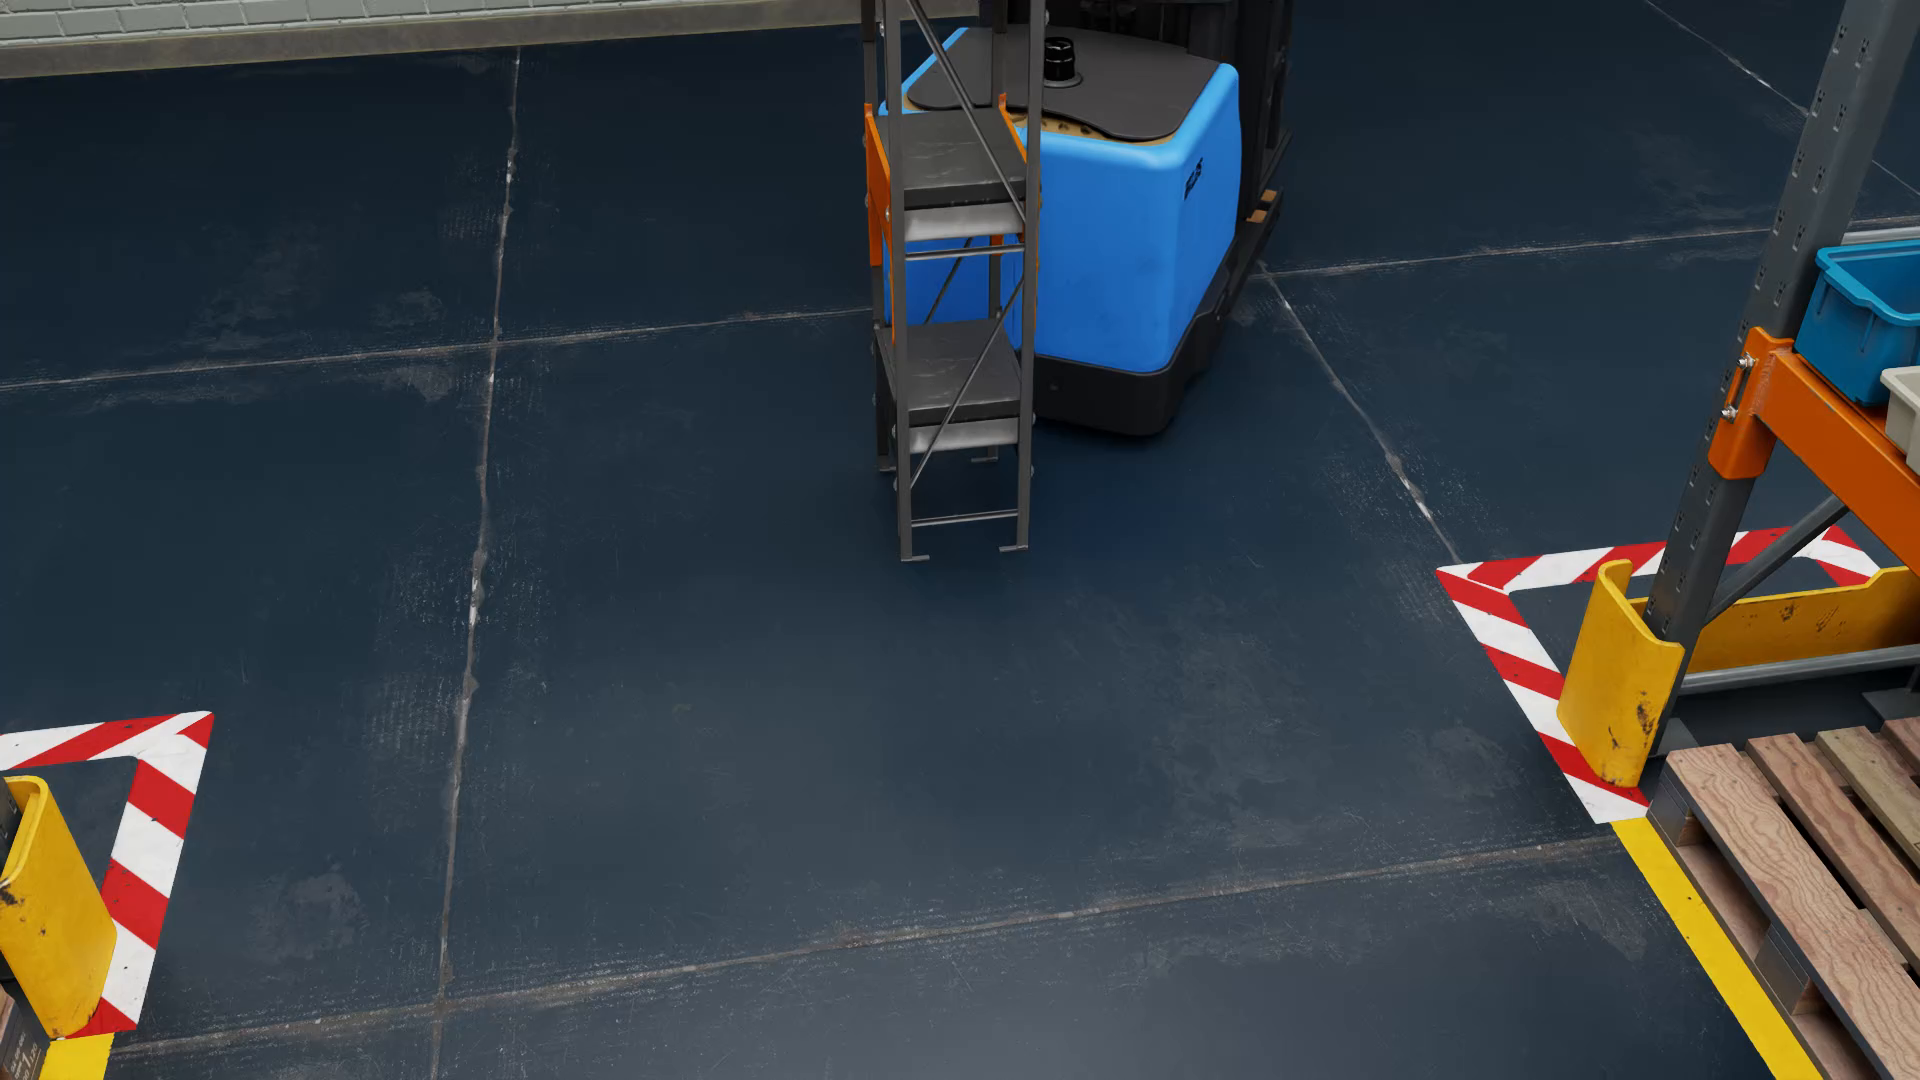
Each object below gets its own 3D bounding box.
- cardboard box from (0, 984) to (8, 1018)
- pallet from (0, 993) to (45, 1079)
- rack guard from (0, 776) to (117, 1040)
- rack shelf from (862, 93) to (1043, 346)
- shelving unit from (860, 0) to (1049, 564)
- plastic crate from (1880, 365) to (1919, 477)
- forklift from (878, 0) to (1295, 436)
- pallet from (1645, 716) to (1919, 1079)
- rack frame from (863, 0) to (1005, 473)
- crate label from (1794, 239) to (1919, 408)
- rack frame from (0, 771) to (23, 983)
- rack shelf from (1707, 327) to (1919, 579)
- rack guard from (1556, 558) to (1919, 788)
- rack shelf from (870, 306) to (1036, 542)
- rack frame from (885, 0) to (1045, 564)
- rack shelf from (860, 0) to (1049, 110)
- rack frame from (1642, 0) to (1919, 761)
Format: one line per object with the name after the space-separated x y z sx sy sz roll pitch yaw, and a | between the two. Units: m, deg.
-2.269 0.972 3.233 0.500 0.500 0.500 -6 38 -8 | cardboard box
-2.452 1.485 3.167 1.003 0.211 1.213 -6 38 -8 | pallet
-2.593 0.889 3.698 1.175 0.500 0.348 -6 38 -8 | rack guard
-0.029 -0.918 4.743 0.431 0.518 0.480 -6 38 -8 | rack shelf
-0.029 -0.929 4.735 0.431 2.100 0.503 -6 38 -8 | shelving unit
1.965 -0.207 3.237 0.250 0.136 0.298 -6 38 -8 | plastic crate
0.702 -2.413 5.967 1.130 2.935 3.031 13 40 16 | forklift
2.377 0.929 3.882 1.003 0.211 1.213 -6 38 -8 | pallet
-0.072 -1.077 4.924 0.400 2.100 0.015 -6 38 -8 | rack frame
1.990 -0.447 3.468 0.416 0.233 0.303 -6 38 -8 | crate label
-2.606 -0.144 2.990 1.000 3.000 0.127 -6 38 -8 | rack frame
2.622 0.818 2.339 1.077 0.370 4.000 -6 38 -8 | rack shelf
2.254 0.300 4.457 1.175 0.500 0.348 -6 38 -8 | rack guard
-0.029 -0.366 5.172 0.431 0.518 0.480 -6 38 -8 | rack shelf
0.014 -0.782 4.545 0.400 2.100 0.015 -6 38 -8 | rack frame
-0.029 -1.471 4.313 0.431 0.518 0.480 -6 38 -8 | rack shelf
2.271 -0.674 3.673 1.000 3.000 0.127 -6 38 -8 | rack frame
